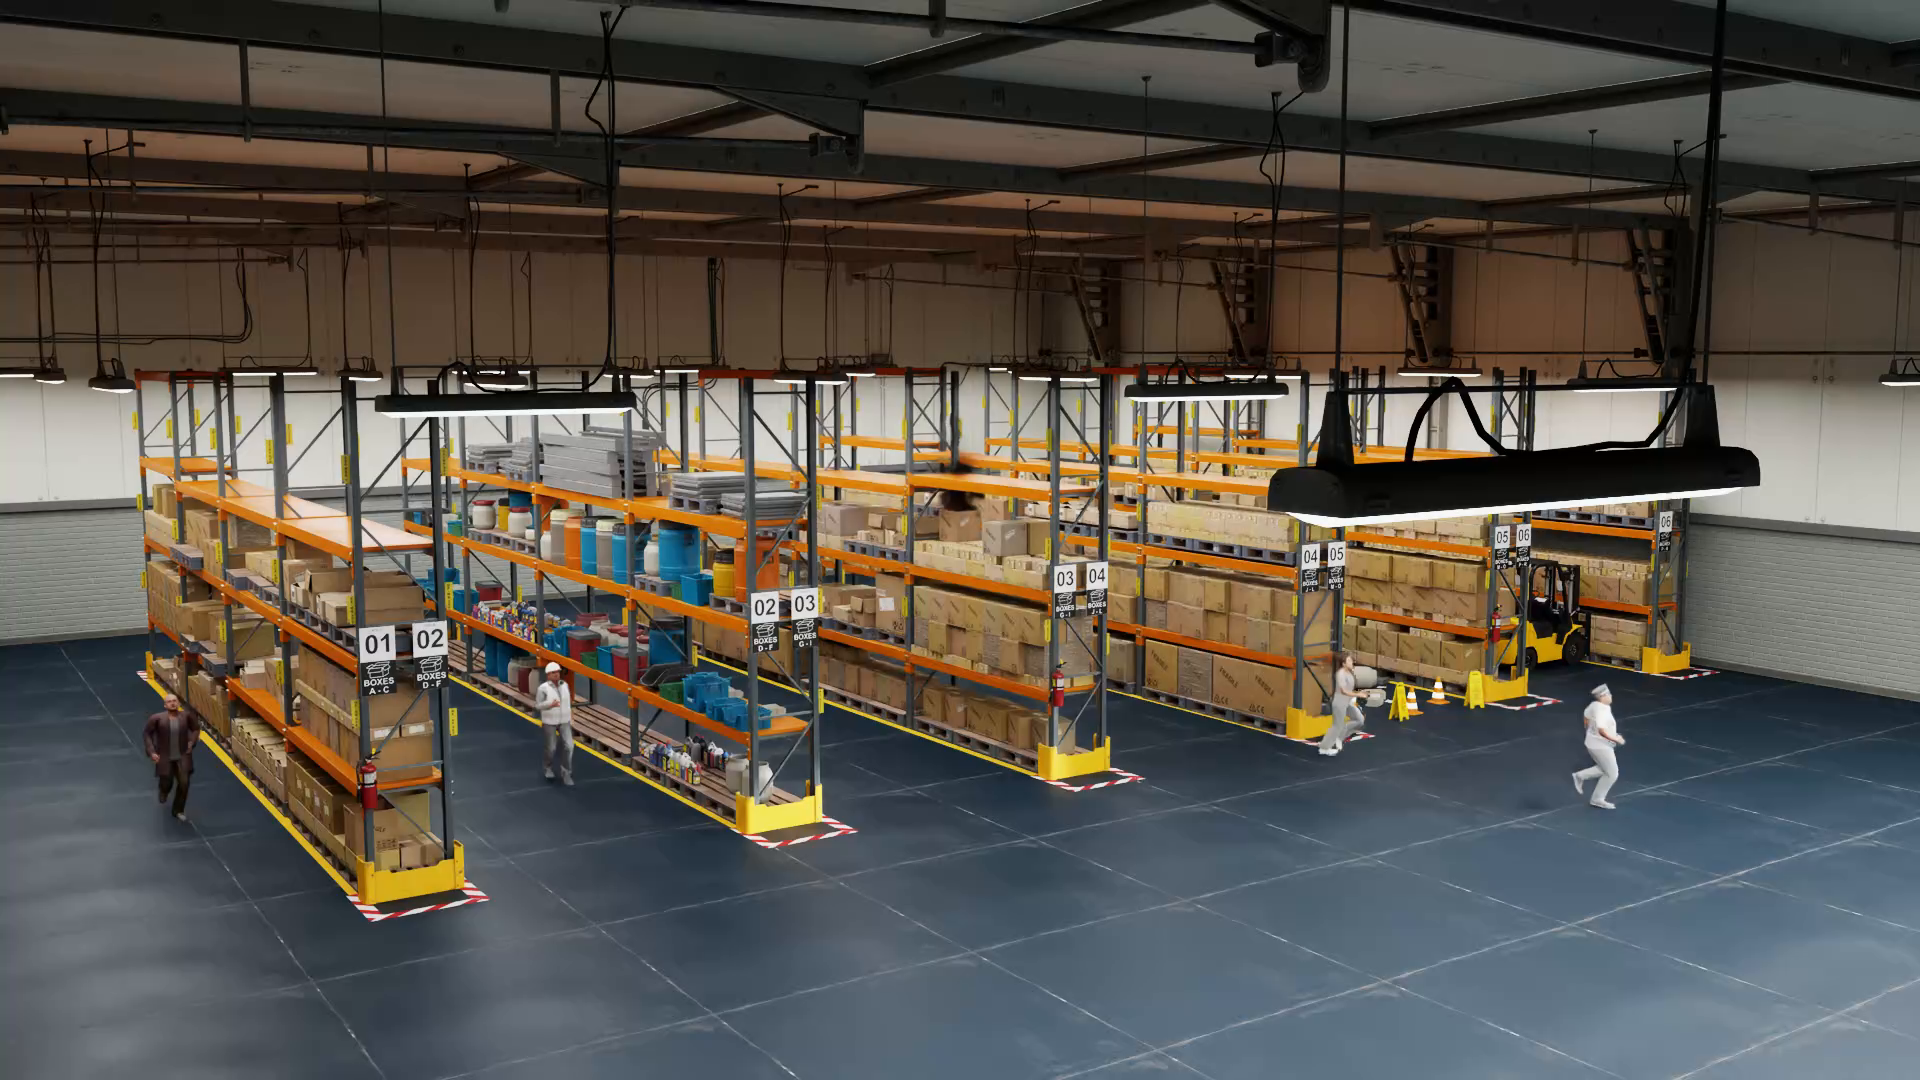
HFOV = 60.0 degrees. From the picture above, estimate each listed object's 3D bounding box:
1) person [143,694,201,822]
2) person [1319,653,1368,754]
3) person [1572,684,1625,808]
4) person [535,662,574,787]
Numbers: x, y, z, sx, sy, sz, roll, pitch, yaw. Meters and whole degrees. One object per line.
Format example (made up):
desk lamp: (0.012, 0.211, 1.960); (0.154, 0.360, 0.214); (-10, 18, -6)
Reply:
person: (-10.694, 2.933, 22.616); (0.717, 1.714, 0.681); (-4, 8, -31)
person: (6.034, 2.569, 26.091); (0.747, 1.616, 0.581); (3, 7, 28)
person: (8.919, 2.862, 23.201); (0.627, 1.752, 0.697); (1, 6, 6)
person: (-5.929, 2.700, 24.419); (0.639, 1.825, 0.734); (-4, 8, -34)
